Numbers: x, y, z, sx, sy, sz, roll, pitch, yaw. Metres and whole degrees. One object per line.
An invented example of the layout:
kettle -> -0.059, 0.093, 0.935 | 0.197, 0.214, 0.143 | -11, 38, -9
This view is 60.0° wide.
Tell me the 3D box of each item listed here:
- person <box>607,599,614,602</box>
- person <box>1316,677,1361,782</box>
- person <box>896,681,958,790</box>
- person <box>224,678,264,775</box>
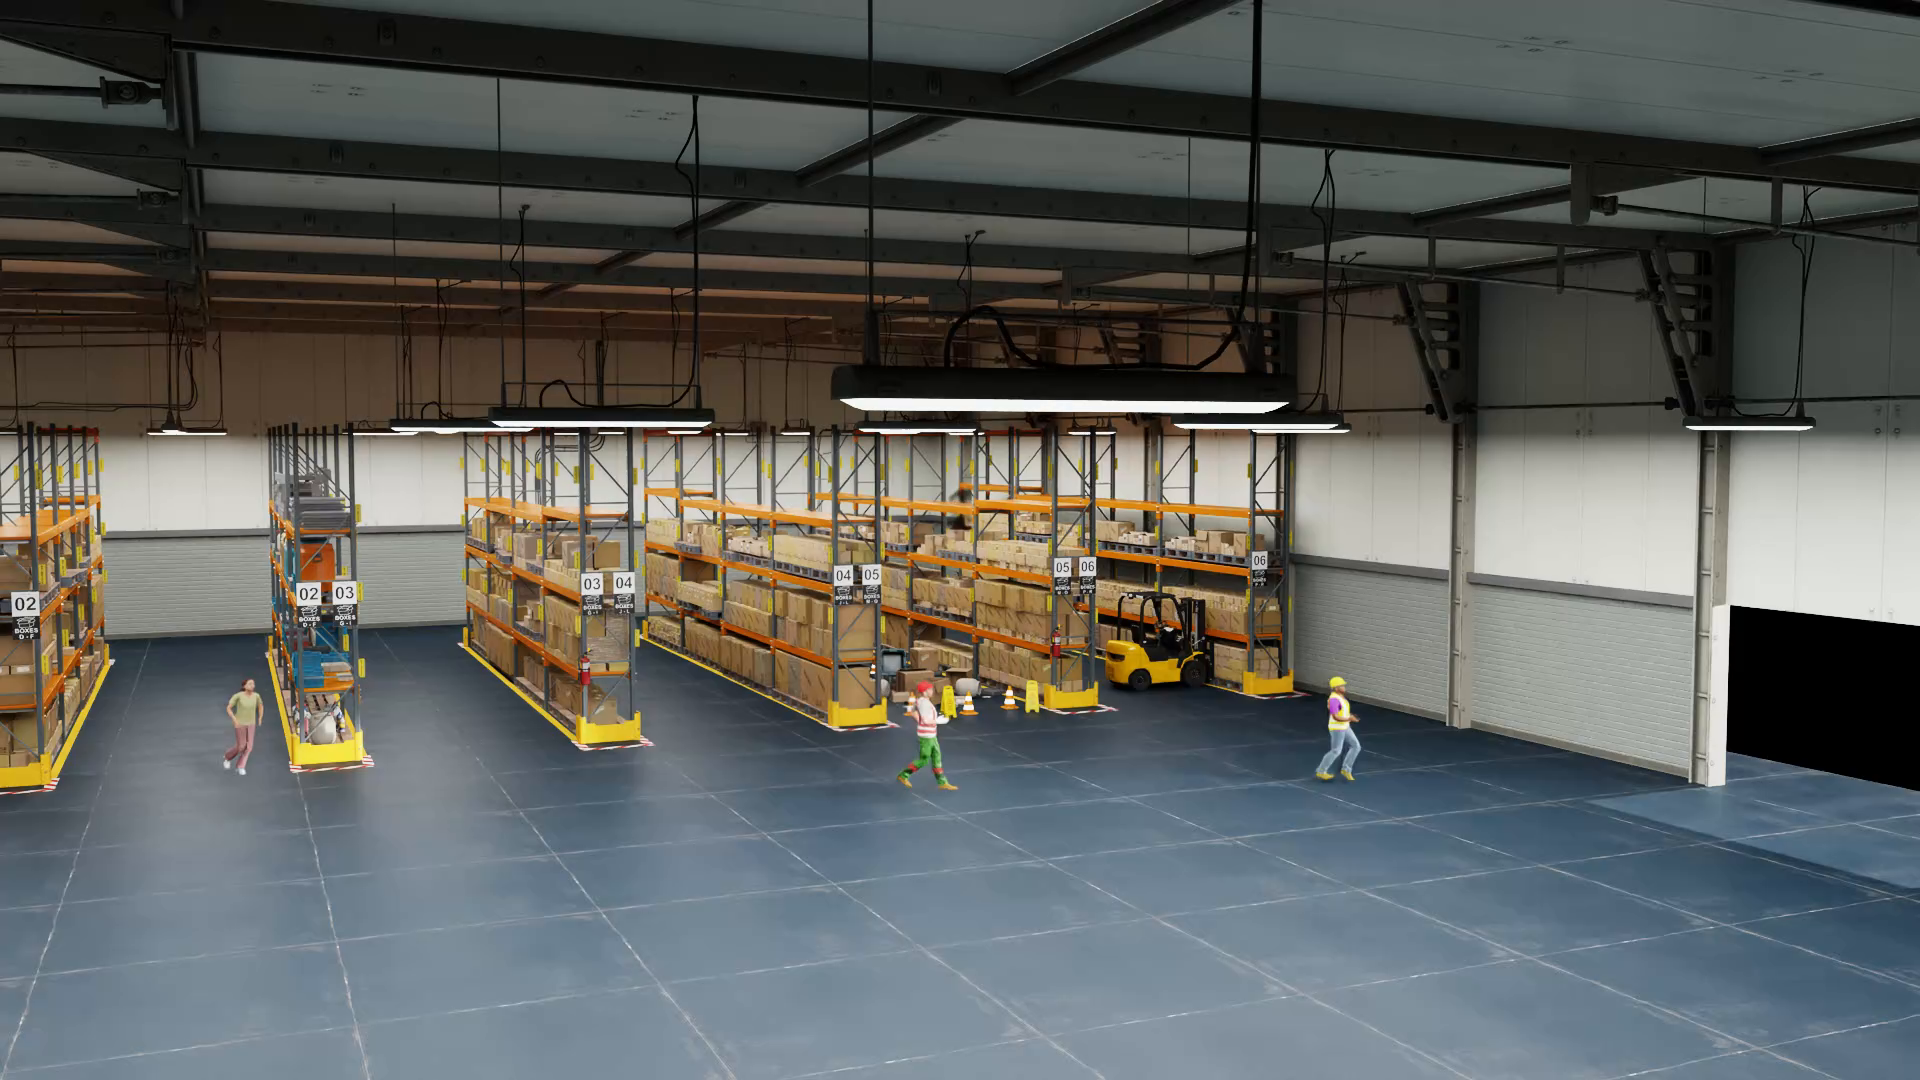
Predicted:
person -> -9.876, 2.078, 46.499 | 0.608, 1.569, 0.797 | -1, 4, -11
person -> 6.328, 3.169, 27.735 | 0.734, 1.790, 0.703 | 2, 4, 27
person -> -0.532, 3.159, 26.794 | 0.985, 1.776, 0.654 | 0, 3, 0
person -> -12.292, 3.172, 28.607 | 0.570, 1.631, 0.625 | 3, 5, 41
